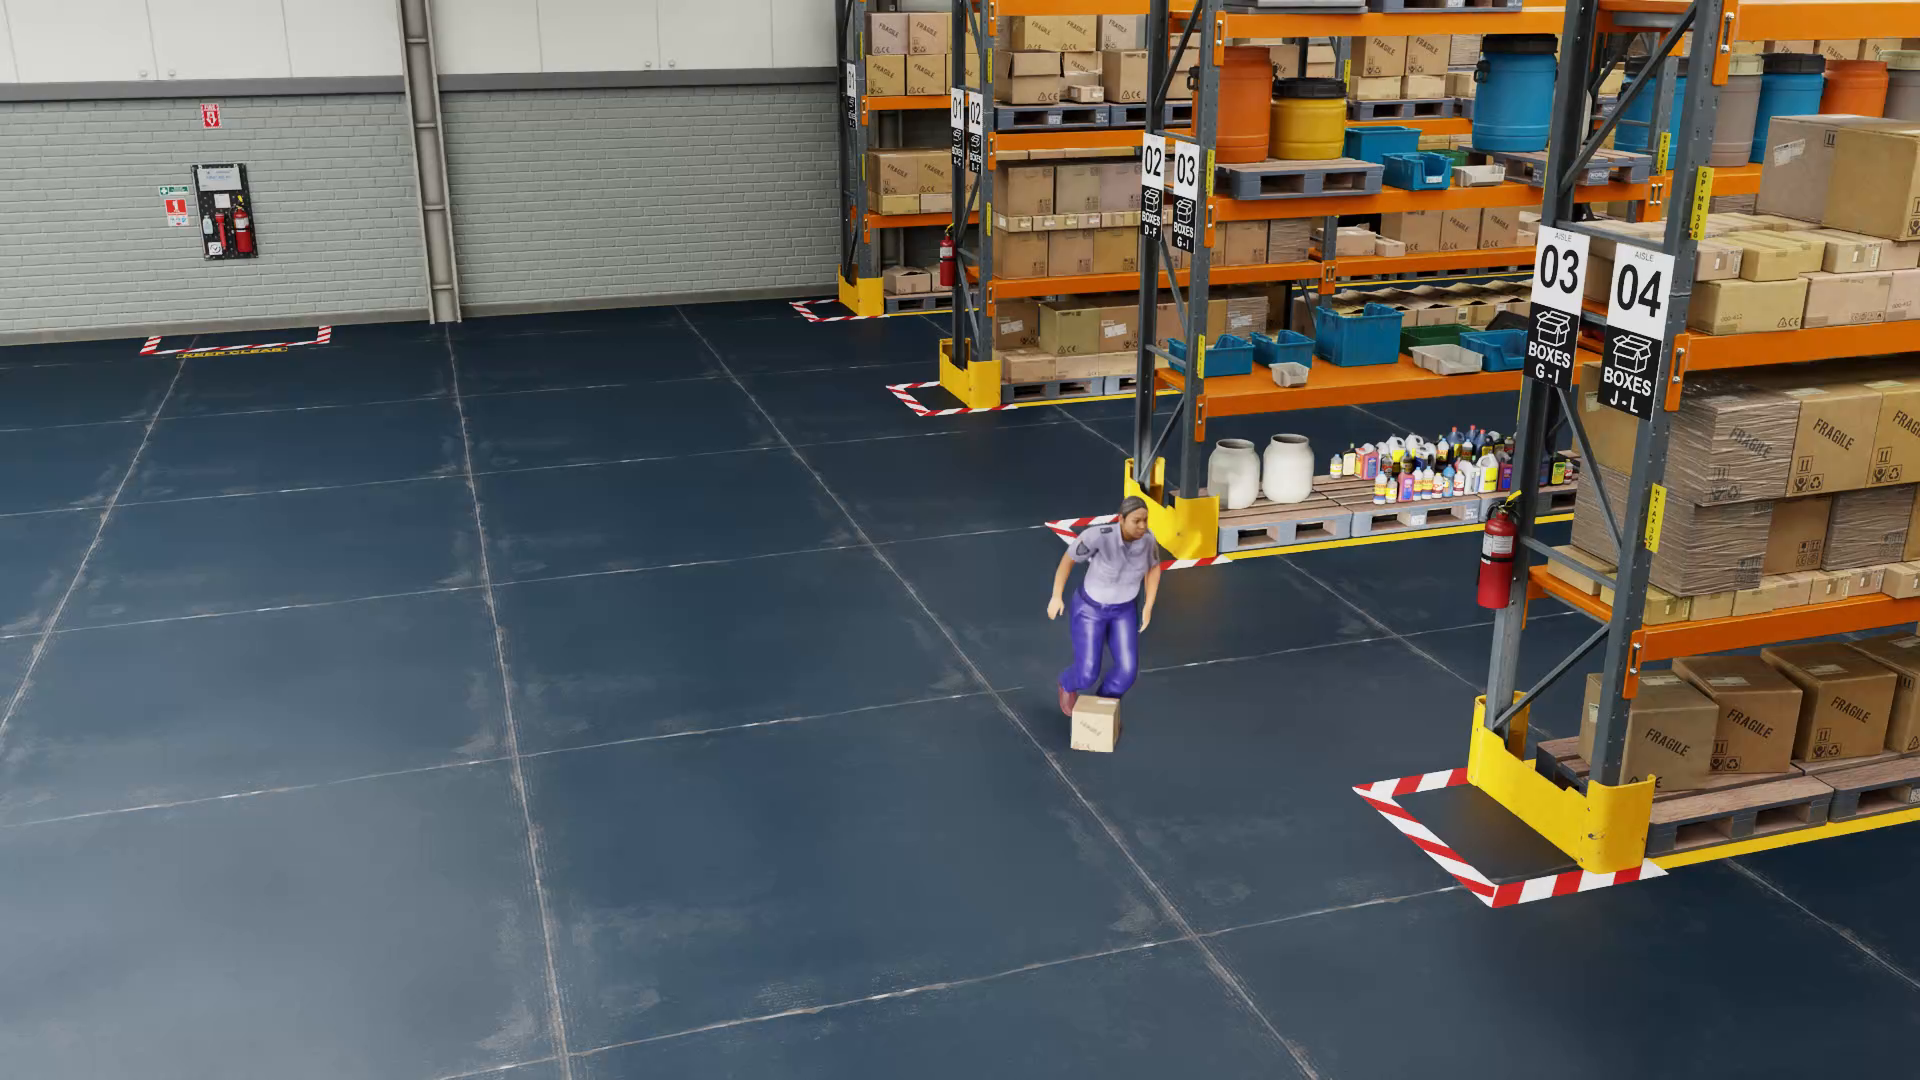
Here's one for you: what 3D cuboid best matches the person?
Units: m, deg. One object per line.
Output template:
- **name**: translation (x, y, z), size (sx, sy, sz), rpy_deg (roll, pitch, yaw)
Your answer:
- **person**: translation (0.869, 0.417, 10.064), size (0.669, 1.545, 0.661), rpy_deg (-8, 21, -22)
